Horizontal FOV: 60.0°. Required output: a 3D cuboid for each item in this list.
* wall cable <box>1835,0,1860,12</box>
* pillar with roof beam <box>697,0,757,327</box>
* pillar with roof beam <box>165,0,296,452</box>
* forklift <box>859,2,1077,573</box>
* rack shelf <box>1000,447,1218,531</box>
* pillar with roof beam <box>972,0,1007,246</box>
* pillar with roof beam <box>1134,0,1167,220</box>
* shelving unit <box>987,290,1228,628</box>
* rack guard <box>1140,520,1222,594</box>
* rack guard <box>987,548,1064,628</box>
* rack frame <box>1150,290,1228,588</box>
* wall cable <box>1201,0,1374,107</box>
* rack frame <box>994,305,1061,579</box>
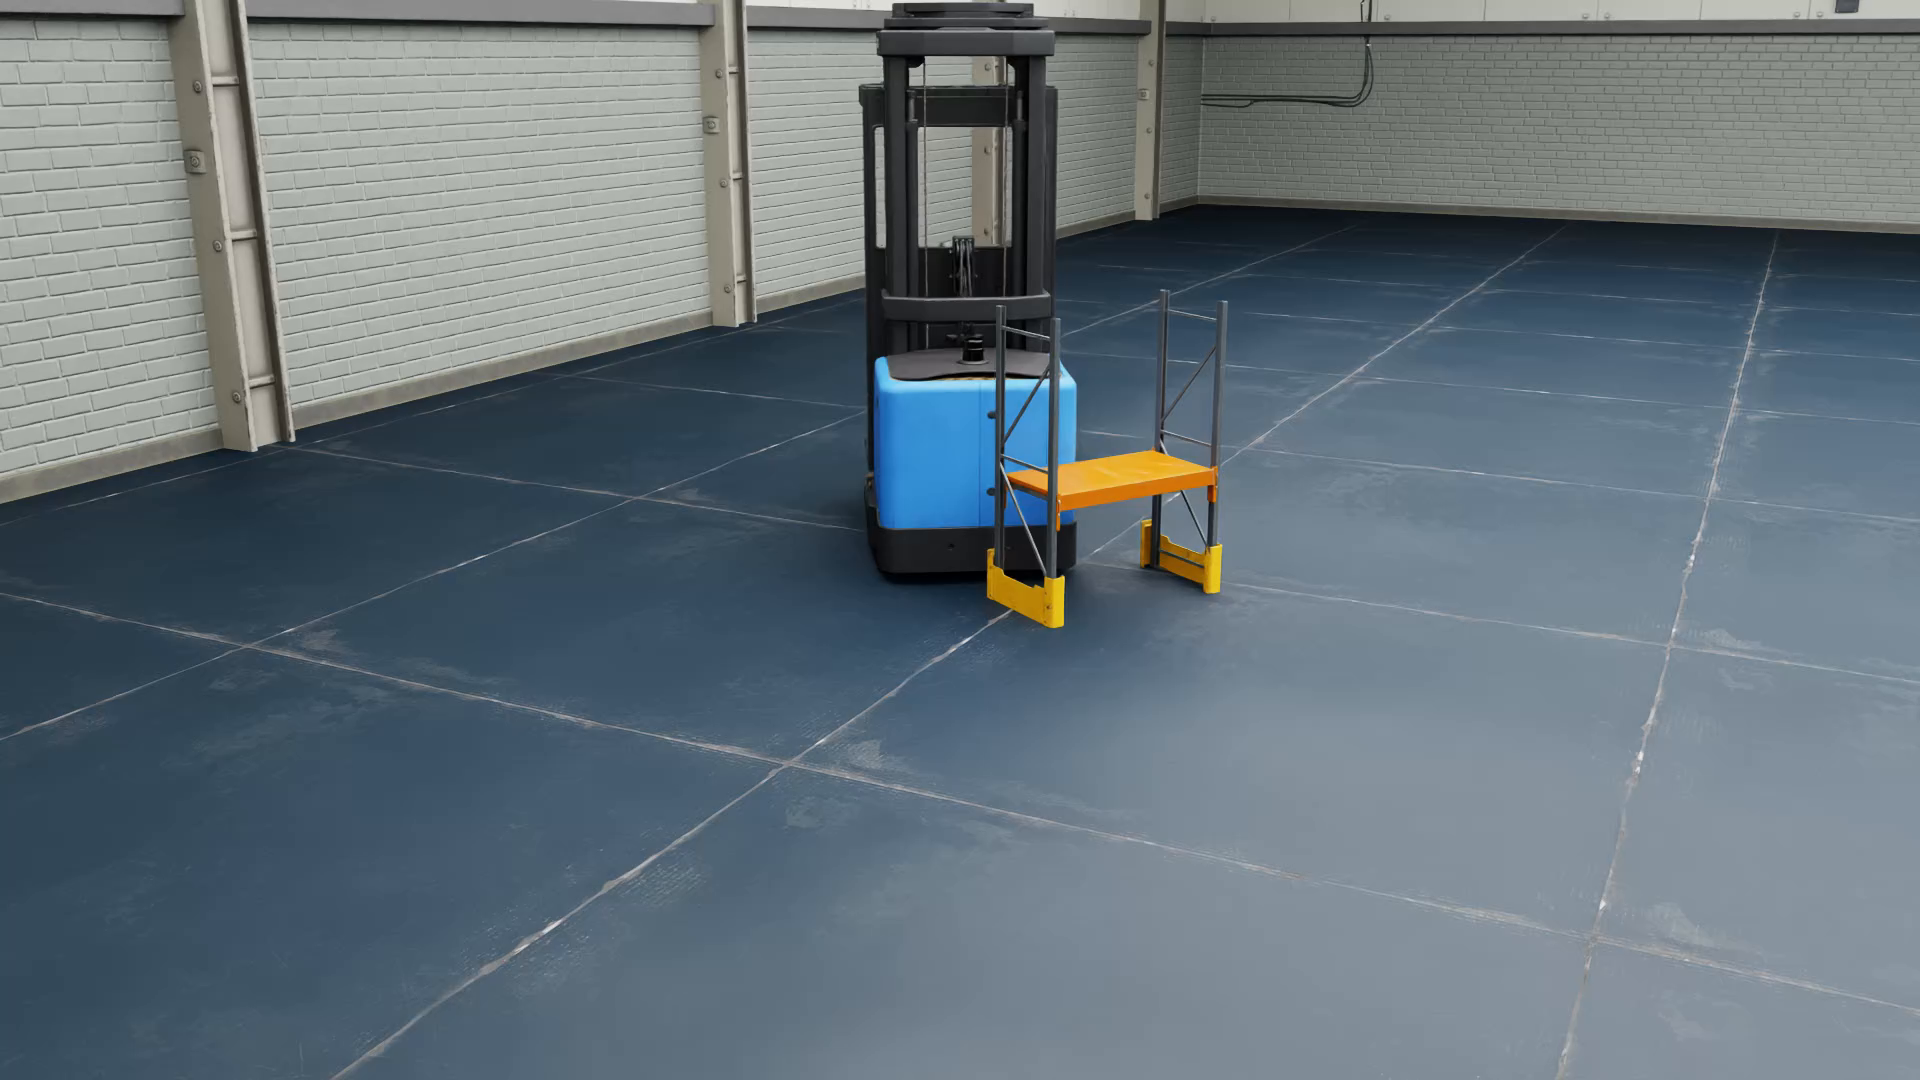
[{"bbox_3d":[14.041,-10.583,23.378,2.305,6.003,0.169,8,18,25],"label":"wall cable"},{"bbox_3d":[1.545,-5.978,13.847,9.100,9.000,0.400,8,18,25],"label":"pillar with roof beam"},{"bbox_3d":[-1.136,-4.450,8.701,9.100,9.000,0.400,8,18,25],"label":"pillar with roof beam"},{"bbox_3d":[-0.020,-1.602,9.770,1.130,2.935,3.031,-1,17,-4],"label":"forklift"},{"bbox_3d":[0.751,-0.269,8.427,1.000,0.185,0.538,-10,19,-31],"label":"rack shelf"},{"bbox_3d":[4.226,-7.506,18.992,9.100,9.000,0.400,8,18,25],"label":"pillar with roof beam"},{"bbox_3d":[6.907,-9.035,24.138,9.100,9.000,0.400,8,18,25],"label":"pillar with roof beam"},{"bbox_3d":[0.743,-0.440,8.372,1.083,1.500,0.587,-10,19,-31],"label":"shelving unit"},{"bbox_3d":[1.164,0.083,8.805,0.087,0.250,0.587,-10,19,-31],"label":"rack guard"},{"bbox_3d":[0.322,0.235,8.294,0.087,0.250,0.587,-10,19,-31],"label":"rack guard"},{"bbox_3d":[1.180,-0.519,8.637,0.032,1.500,0.500,-10,19,-31],"label":"rack frame"},{"bbox_3d":[5.555,-8.676,28.384,3.097,2.526,0.112,8,18,25],"label":"wall cable"},{"bbox_3d":[0.321,-0.364,8.116,0.032,1.500,0.500,-10,19,-31],"label":"rack frame"}]
